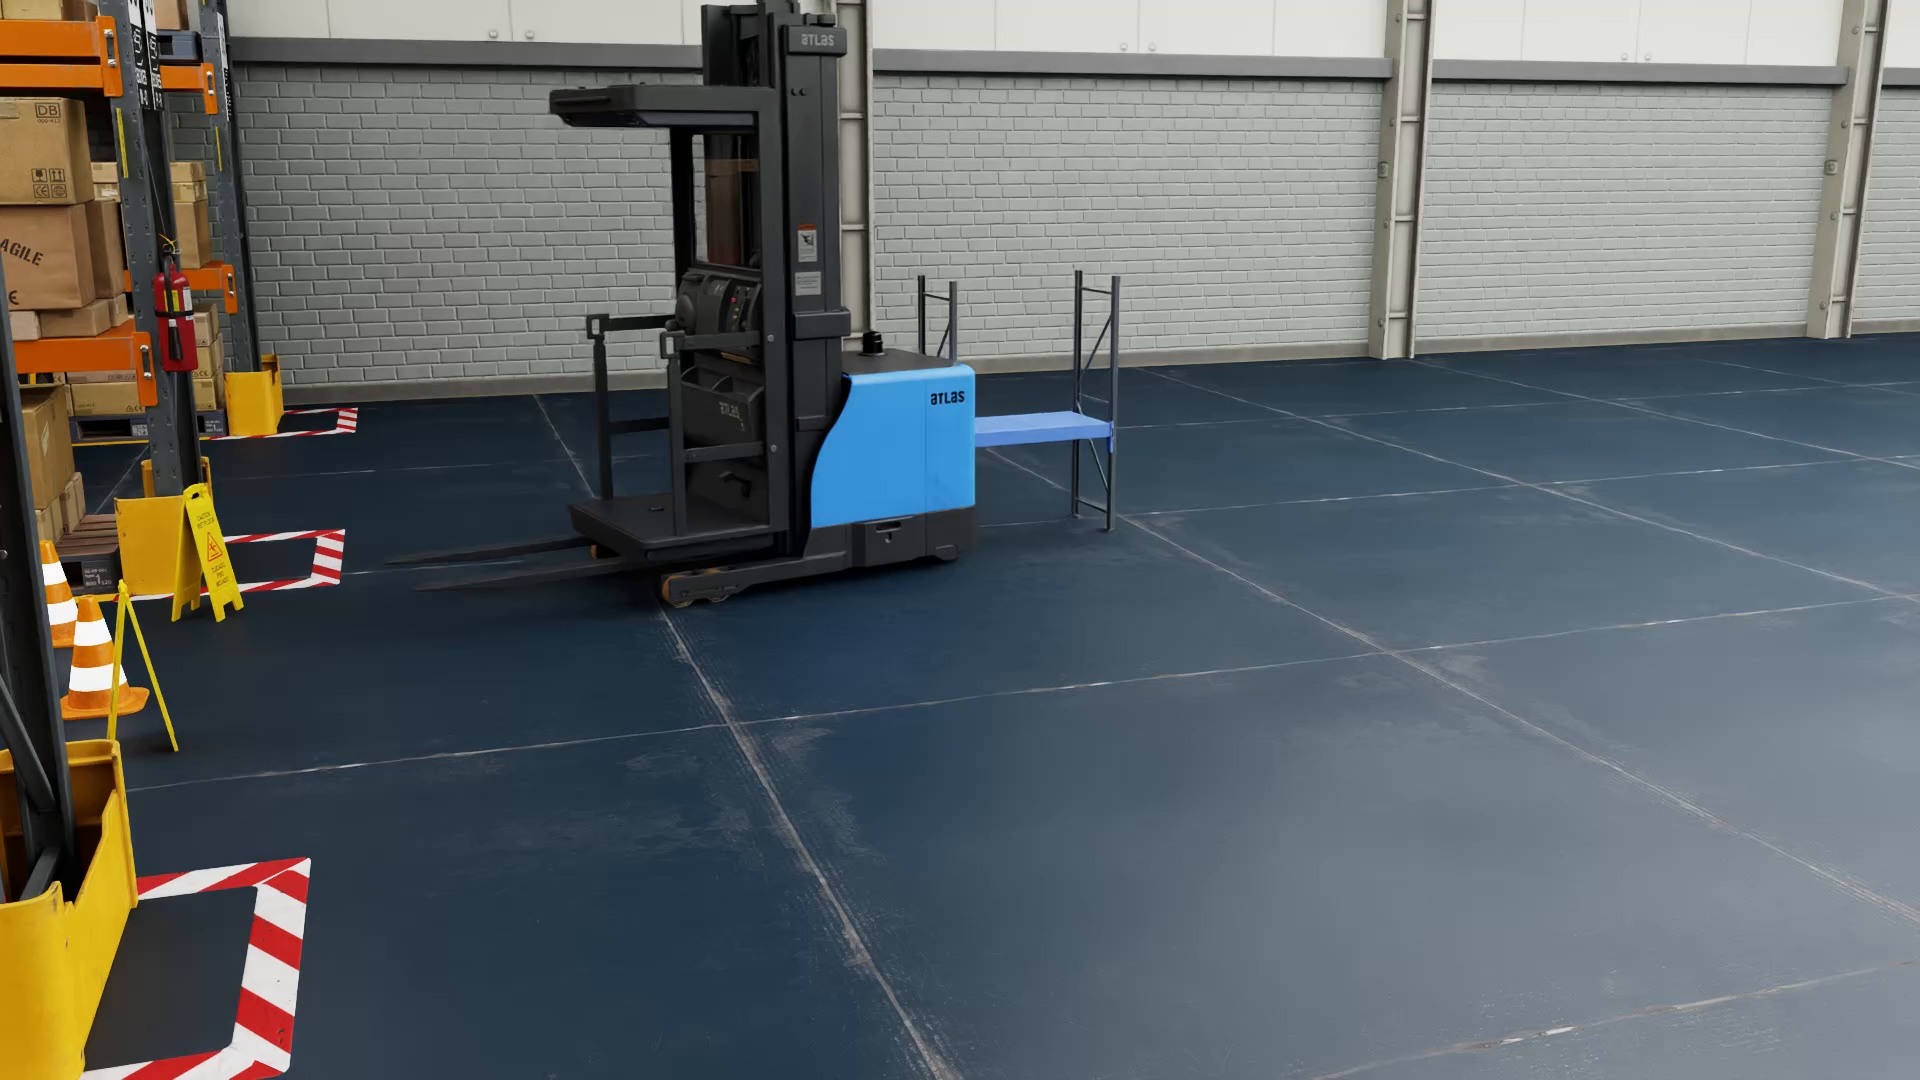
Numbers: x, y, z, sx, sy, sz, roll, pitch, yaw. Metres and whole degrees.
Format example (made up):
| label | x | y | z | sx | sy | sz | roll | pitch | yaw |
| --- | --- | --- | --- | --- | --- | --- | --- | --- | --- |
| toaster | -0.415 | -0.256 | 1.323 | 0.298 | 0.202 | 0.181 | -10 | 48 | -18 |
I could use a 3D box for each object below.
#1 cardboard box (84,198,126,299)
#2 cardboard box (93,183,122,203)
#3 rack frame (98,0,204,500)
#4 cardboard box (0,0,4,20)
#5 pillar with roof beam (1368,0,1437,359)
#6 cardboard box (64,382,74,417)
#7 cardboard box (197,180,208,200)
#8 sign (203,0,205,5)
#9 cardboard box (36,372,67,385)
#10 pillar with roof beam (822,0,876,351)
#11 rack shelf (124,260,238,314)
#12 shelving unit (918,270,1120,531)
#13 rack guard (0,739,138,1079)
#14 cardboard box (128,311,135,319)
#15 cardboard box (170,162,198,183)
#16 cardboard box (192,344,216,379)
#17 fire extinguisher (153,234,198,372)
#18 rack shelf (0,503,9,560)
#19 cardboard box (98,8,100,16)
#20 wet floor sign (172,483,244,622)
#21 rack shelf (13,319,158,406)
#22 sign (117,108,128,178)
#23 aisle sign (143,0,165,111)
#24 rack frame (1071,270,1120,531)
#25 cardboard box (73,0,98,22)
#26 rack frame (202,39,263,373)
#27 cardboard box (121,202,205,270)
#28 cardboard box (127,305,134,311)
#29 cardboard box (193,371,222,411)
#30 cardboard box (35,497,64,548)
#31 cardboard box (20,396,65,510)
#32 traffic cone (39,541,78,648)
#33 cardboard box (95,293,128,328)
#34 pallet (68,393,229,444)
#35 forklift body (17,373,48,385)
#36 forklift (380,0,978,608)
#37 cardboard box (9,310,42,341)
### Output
| label | x | y | z | sx | sy | sz | roll | pitch | yaw |
| --- | --- | --- | --- | --- | --- | --- | --- | --- | --- |
| cardboard box | -4.728 | -1.536 | 8.759 | 0.500 | 0.500 | 0.500 | -5 | 14 | -19 |
| cardboard box | -6.515 | -2.651 | 12.688 | 0.250 | 0.149 | 0.380 | -4 | 14 | -17 |
| rack frame | -4.191 | -1.317 | 8.696 | 0.127 | 3.000 | 1.000 | -4 | 14 | -18 |
| cardboard box | -4.665 | -2.540 | 7.902 | 0.250 | 0.149 | 0.380 | -4 | 14 | -18 |
| pillar with roof beam | 6.022 | -5.411 | 12.946 | 0.400 | 9.000 | 9.100 | -4 | 14 | -18 |
| cardboard box | -7.073 | -1.098 | 12.811 | 0.500 | 0.250 | 0.500 | -4 | 14 | -17 |
| cardboard box | -6.181 | -2.801 | 13.319 | 0.250 | 0.149 | 0.380 | -5 | 14 | -20 |
| sign | -5.617 | -4.136 | 12.326 | 0.005 | 0.325 | 0.100 | -4 | 14 | -18 |
| cardboard box | -7.100 | -1.333 | 12.719 | 0.500 | 0.250 | 0.500 | -5 | 14 | -19 |
| pillar with roof beam | 0.335 | -4.968 | 11.084 | 0.400 | 9.000 | 9.100 | -4 | 14 | -18 |
| rack shelf | -7.673 | -1.907 | 12.734 | 4.000 | 0.370 | 1.077 | -4 | 14 | -18 |
| shelving unit | 0.336 | -0.787 | 9.710 | 1.048 | 1.500 | 0.538 | -6 | 15 | -23 |
| rack guard | -2.493 | 0.976 | 4.460 | 0.348 | 0.500 | 1.175 | -4 | 14 | -18 |
| cardboard box | -6.596 | -1.617 | 12.831 | 0.500 | 0.250 | 0.500 | -4 | 14 | -17 |
| cardboard box | -6.050 | -2.841 | 12.845 | 0.250 | 0.149 | 0.380 | -4 | 14 | -18 |
| cardboard box | -6.139 | -1.410 | 13.044 | 0.500 | 0.250 | 0.500 | -5 | 14 | -19 |
| fire extinguisher | -3.935 | -1.186 | 8.315 | 0.183 | 0.674 | 0.296 | -4 | 14 | -18 |
| rack shelf | -4.412 | 0.259 | 3.626 | 4.000 | 0.370 | 1.077 | -4 | 14 | -18 |
| cardboard box | -6.466 | -3.867 | 12.356 | 0.250 | 0.149 | 0.380 | -5 | 14 | -20 |
| wet floor sign | -3.669 | 0.049 | 8.041 | 0.232 | 0.644 | 0.267 | 0 | 13 | 1 |
| rack shelf | -6.086 | -0.819 | 8.158 | 4.000 | 0.370 | 1.077 | -4 | 14 | -18 |
| sign | -4.033 | -1.910 | 8.007 | 0.005 | 0.325 | 0.100 | -4 | 14 | -18 |
| aisle sign | -4.231 | -2.654 | 8.700 | 0.004 | 0.787 | 0.394 | -4 | 14 | -18 |
| rack frame | 0.802 | -0.834 | 9.909 | 0.032 | 1.500 | 0.500 | -6 | 15 | -23 |
| cardboard box | -4.609 | -2.700 | 8.574 | 0.250 | 0.149 | 0.380 | -4 | 14 | -18 |
| rack frame | -5.777 | -2.405 | 13.271 | 0.127 | 3.000 | 1.000 | -4 | 14 | -18 |
| cardboard box | -6.160 | -2.360 | 12.865 | 0.500 | 0.500 | 0.500 | -5 | 14 | -19 |
| cardboard box | -6.766 | -1.726 | 13.292 | 0.500 | 0.250 | 0.500 | -4 | 14 | -18 |
| cardboard box | -6.122 | -1.168 | 13.104 | 0.500 | 0.250 | 0.500 | -4 | 14 | -18 |
| cardboard box | -4.894 | -0.063 | 8.459 | 0.500 | 0.250 | 0.500 | -5 | 14 | -18 |
| cardboard box | -4.867 | -0.432 | 8.390 | 0.500 | 0.500 | 0.500 | -4 | 14 | -18 |
| traffic cone | -4.187 | 0.232 | 7.666 | 0.334 | 0.463 | 0.336 | -4 | 14 | -18 |
| cardboard box | -4.579 | -1.215 | 8.810 | 0.250 | 0.149 | 0.380 | -4 | 14 | -18 |
| pallet | -6.489 | -0.983 | 13.318 | 1.213 | 0.211 | 1.003 | -4 | 14 | -18 |
| forklift body | -6.993 | -1.452 | 11.099 | 1.214 | 2.155 | 2.313 | -4 | 14 | -18 |
| forklift | -1.422 | -1.229 | 8.477 | 3.031 | 2.935 | 1.130 | -8 | 16 | -32 |
| cardboard box | -4.682 | -1.077 | 8.231 | 0.250 | 0.149 | 0.380 | -5 | 14 | -19 |
